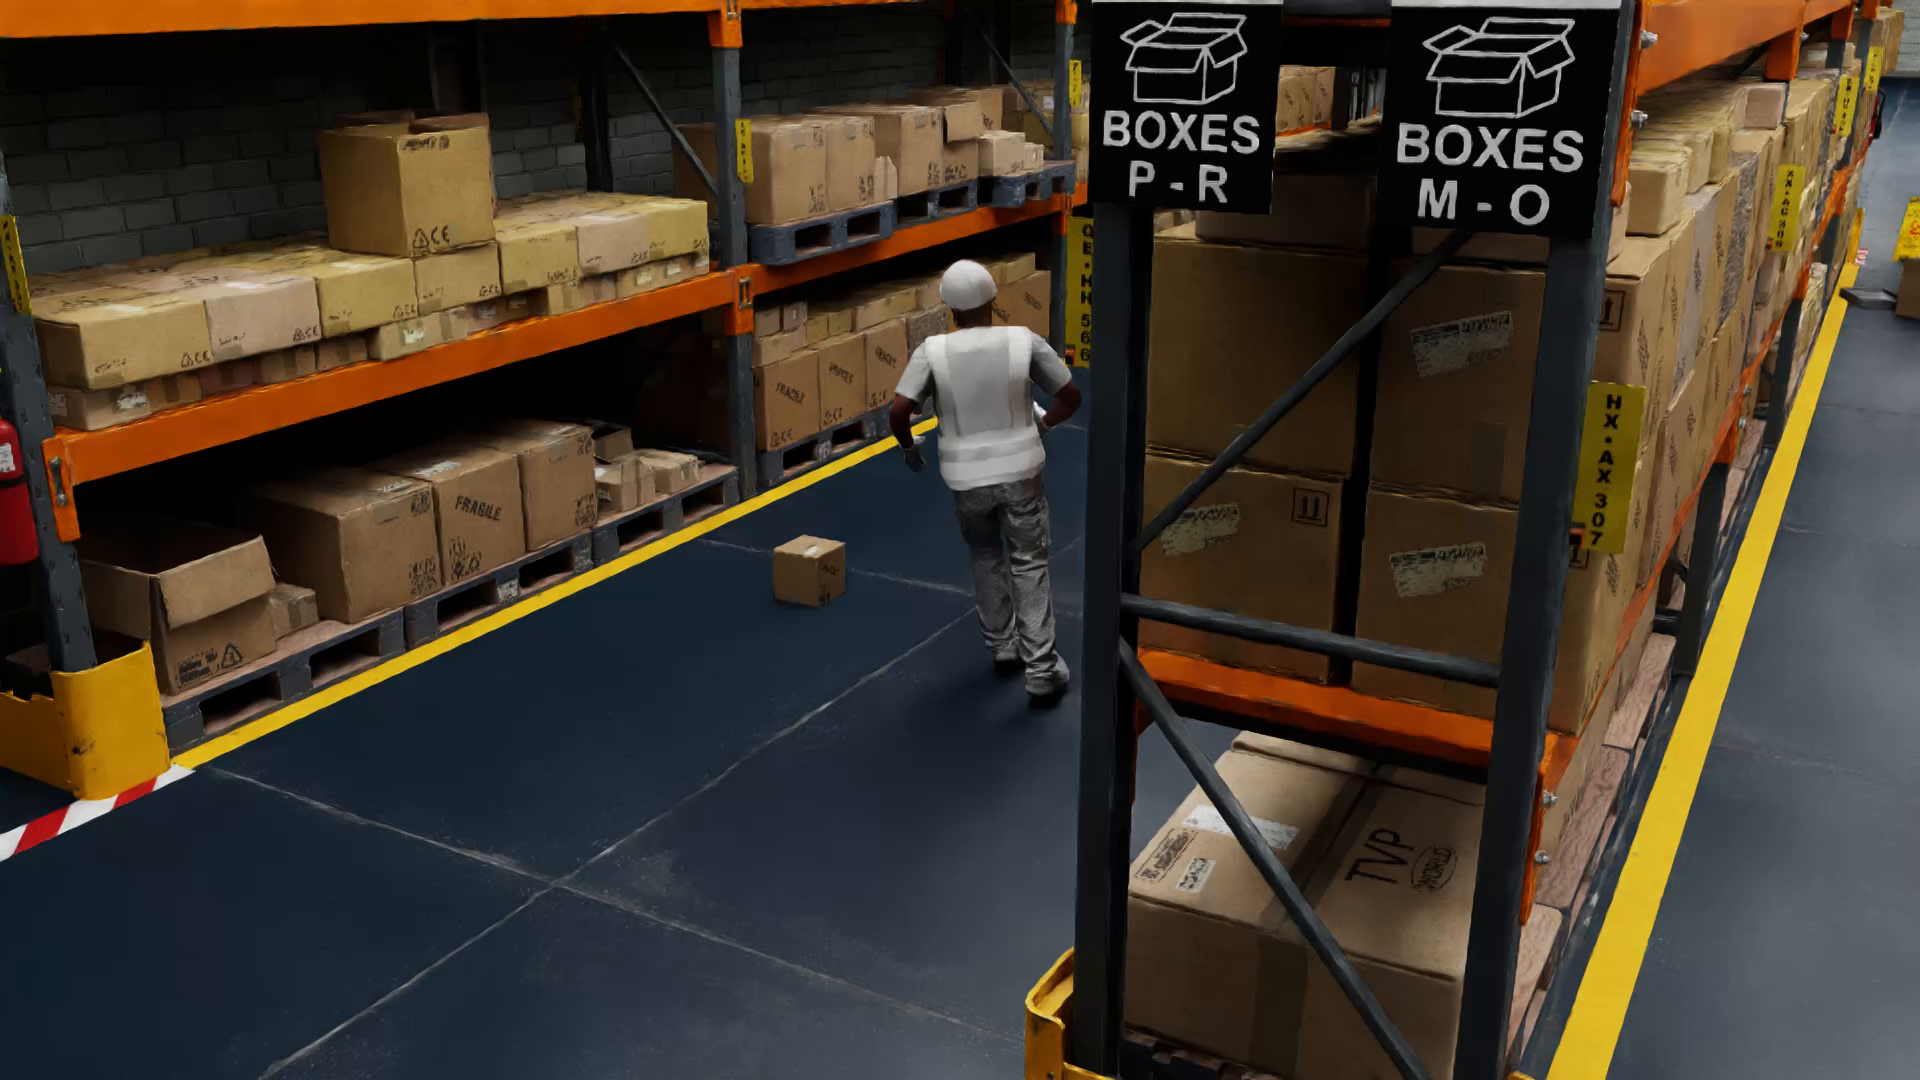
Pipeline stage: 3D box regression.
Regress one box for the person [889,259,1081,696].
[{"bbox_3d":[0.106,-0.228,6.772,0.755,1.824,0.619,1,19,3],"label":"person"}]
